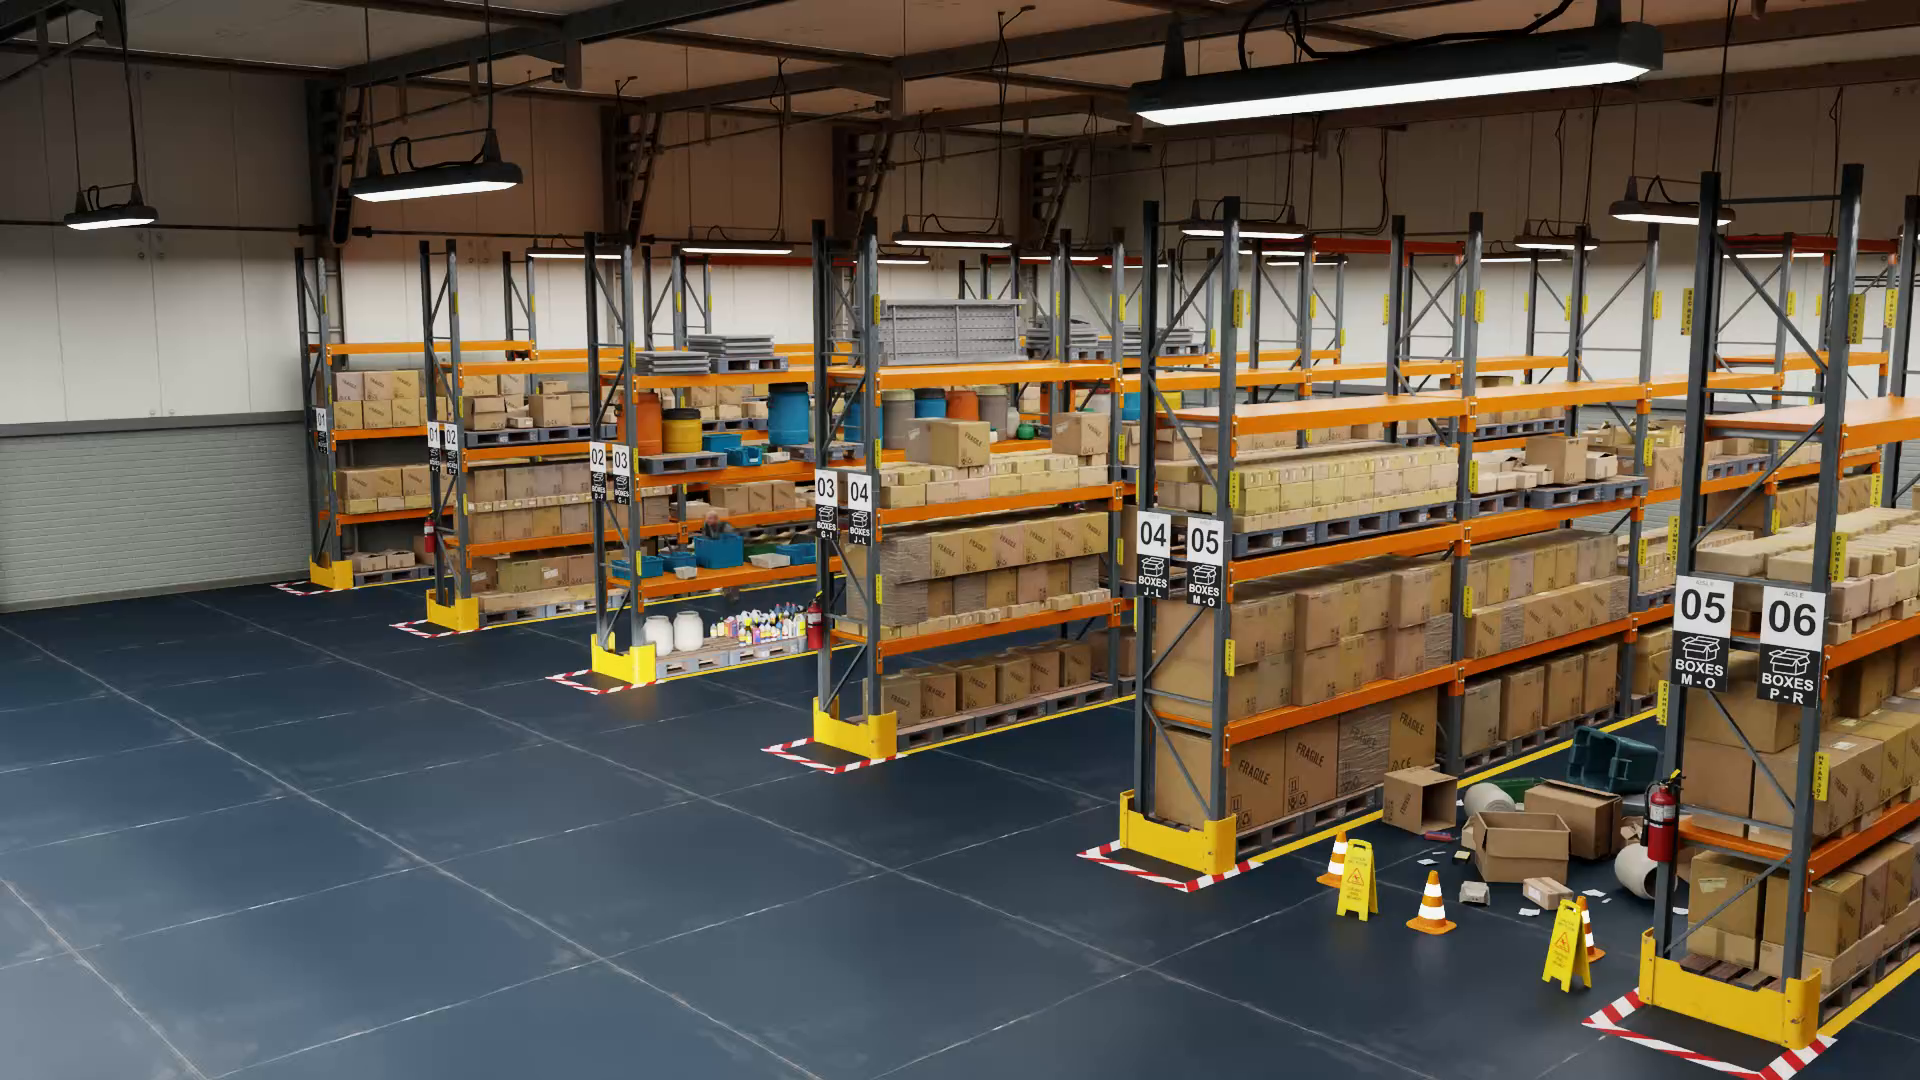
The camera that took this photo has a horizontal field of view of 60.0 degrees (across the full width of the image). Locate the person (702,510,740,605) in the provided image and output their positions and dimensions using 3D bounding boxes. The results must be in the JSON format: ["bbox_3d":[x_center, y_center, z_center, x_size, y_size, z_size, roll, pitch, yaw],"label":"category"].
[{"bbox_3d":[-3.790,0.283,26.186,0.684,1.569,0.869,4,9,24],"label":"person"}]
